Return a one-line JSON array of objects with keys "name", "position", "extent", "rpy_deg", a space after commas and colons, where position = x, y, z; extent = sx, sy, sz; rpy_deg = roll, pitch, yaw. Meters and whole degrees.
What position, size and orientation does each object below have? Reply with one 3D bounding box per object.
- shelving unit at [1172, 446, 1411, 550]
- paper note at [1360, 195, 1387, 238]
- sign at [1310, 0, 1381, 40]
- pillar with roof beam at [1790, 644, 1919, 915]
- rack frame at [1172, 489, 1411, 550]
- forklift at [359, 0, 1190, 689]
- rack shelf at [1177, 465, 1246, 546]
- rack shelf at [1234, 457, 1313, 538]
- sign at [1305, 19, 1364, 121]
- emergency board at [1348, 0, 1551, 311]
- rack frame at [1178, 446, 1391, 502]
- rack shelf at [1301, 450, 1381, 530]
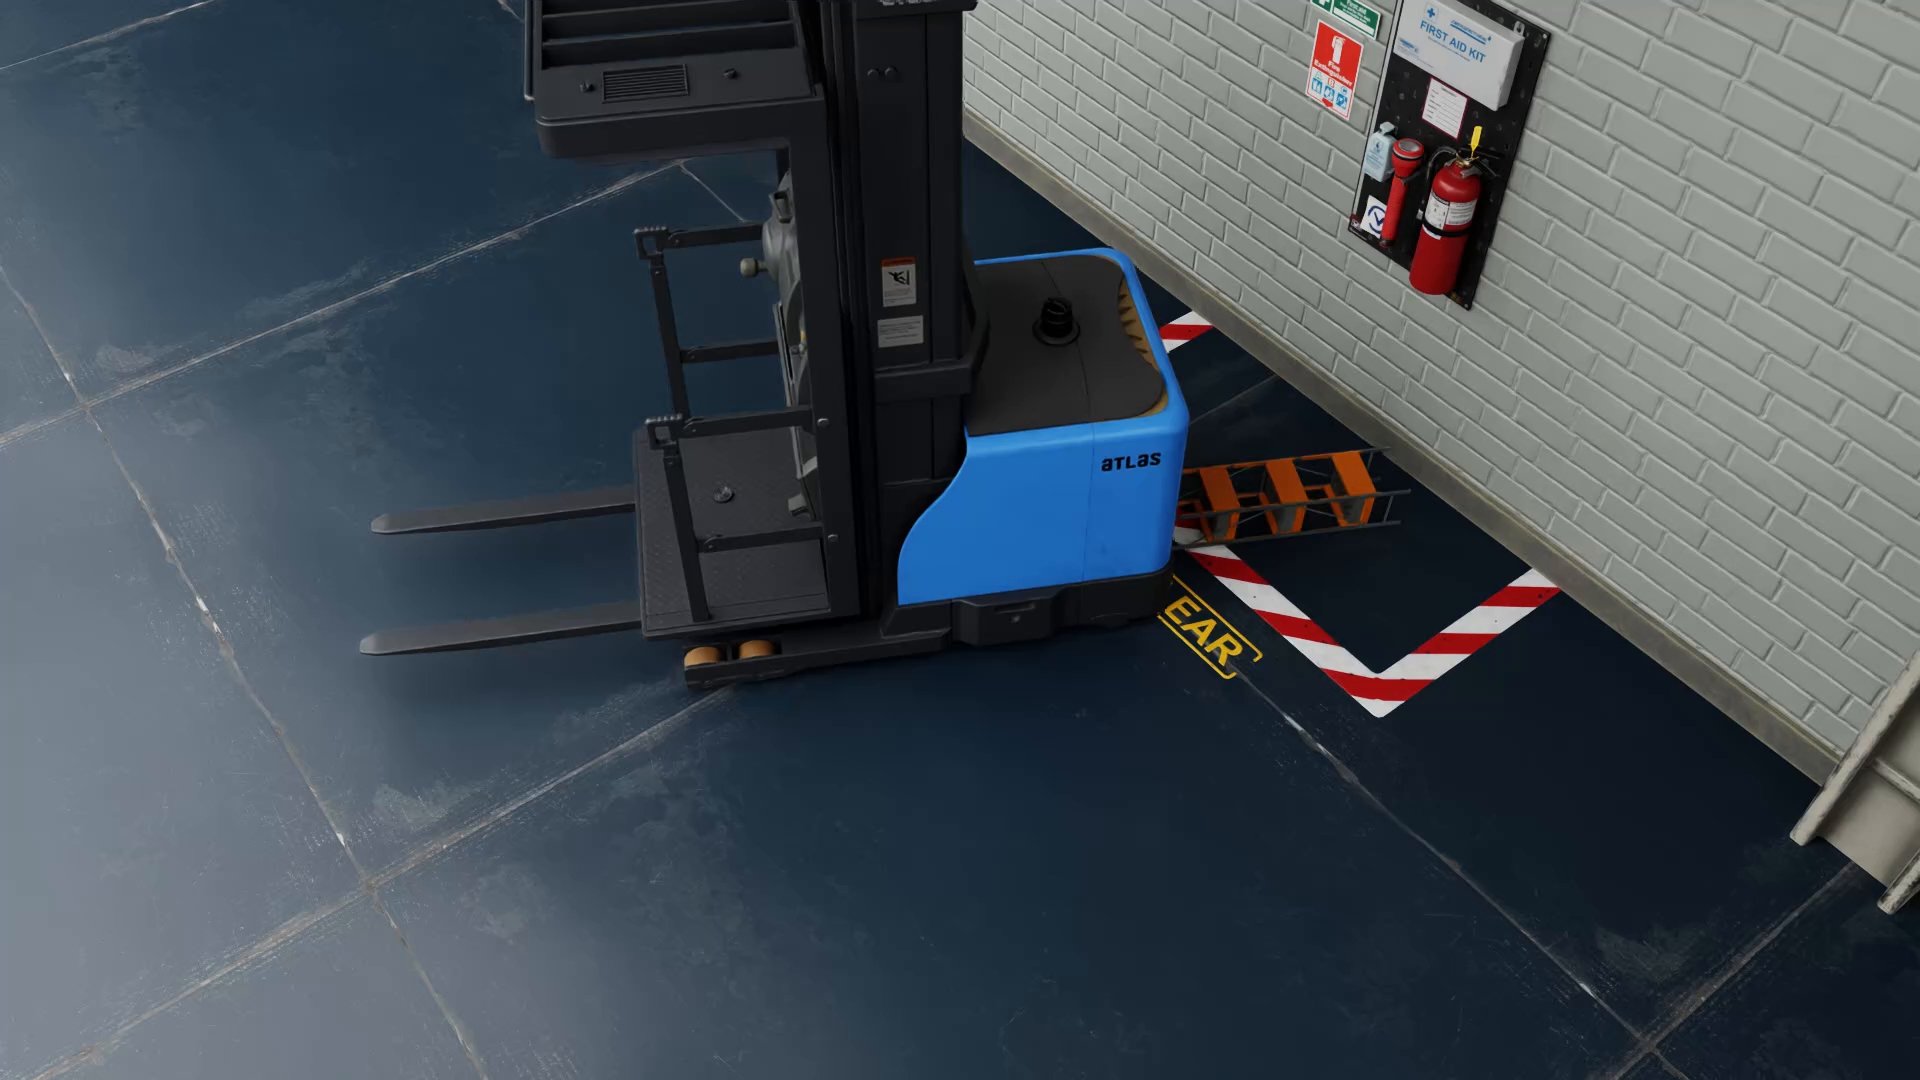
[{"name": "shelving unit", "position": [1.264, -0.166, 6.742], "extent": [1.050, 0.215, 0.252], "rpy_deg": [-7, 49, -7]}, {"name": "paper note", "position": [1.620, -1.240, 6.443], "extent": [0.016, 0.148, 0.142], "rpy_deg": [-29, 54, -24]}, {"name": "sign", "position": [1.415, -1.956, 6.116], "extent": [0.001, 0.109, 0.331], "rpy_deg": [-29, 54, -24]}, {"name": "pillar with roof beam", "position": [-0.288, -0.010, 0.684], "extent": [9.100, 9.000, 0.400], "rpy_deg": [-29, 54, -24]}, {"name": "rack frame", "position": [1.284, -0.076, 6.662], "extent": [1.050, 0.200, 0.008], "rpy_deg": [-7, 49, -7]}, {"name": "forklift", "position": [-0.757, -0.853, 5.544], "extent": [3.031, 2.935, 1.130], "rpy_deg": [-7, 48, -6]}, {"name": "rack shelf", "position": [0.980, -0.134, 6.706], "extent": [0.259, 0.215, 0.240], "rpy_deg": [-7, 49, -7]}, {"name": "rack shelf", "position": [1.254, -0.165, 6.741], "extent": [0.259, 0.215, 0.240], "rpy_deg": [-7, 49, -7]}, {"name": "sign", "position": [1.419, -1.785, 6.318], "extent": [0.001, 0.329, 0.234], "rpy_deg": [-29, 54, -24]}, {"name": "emergency board", "position": [1.672, -1.401, 5.994], "extent": [0.194, 1.169, 0.643], "rpy_deg": [-29, 54, -24]}, {"name": "rack frame", "position": [1.244, -0.256, 6.821], "extent": [1.050, 0.200, 0.008], "rpy_deg": [-7, 49, -7]}, {"name": "rack shelf", "position": [1.533, -0.197, 6.776], "extent": [0.259, 0.215, 0.240], "rpy_deg": [-7, 49, -7]}]
